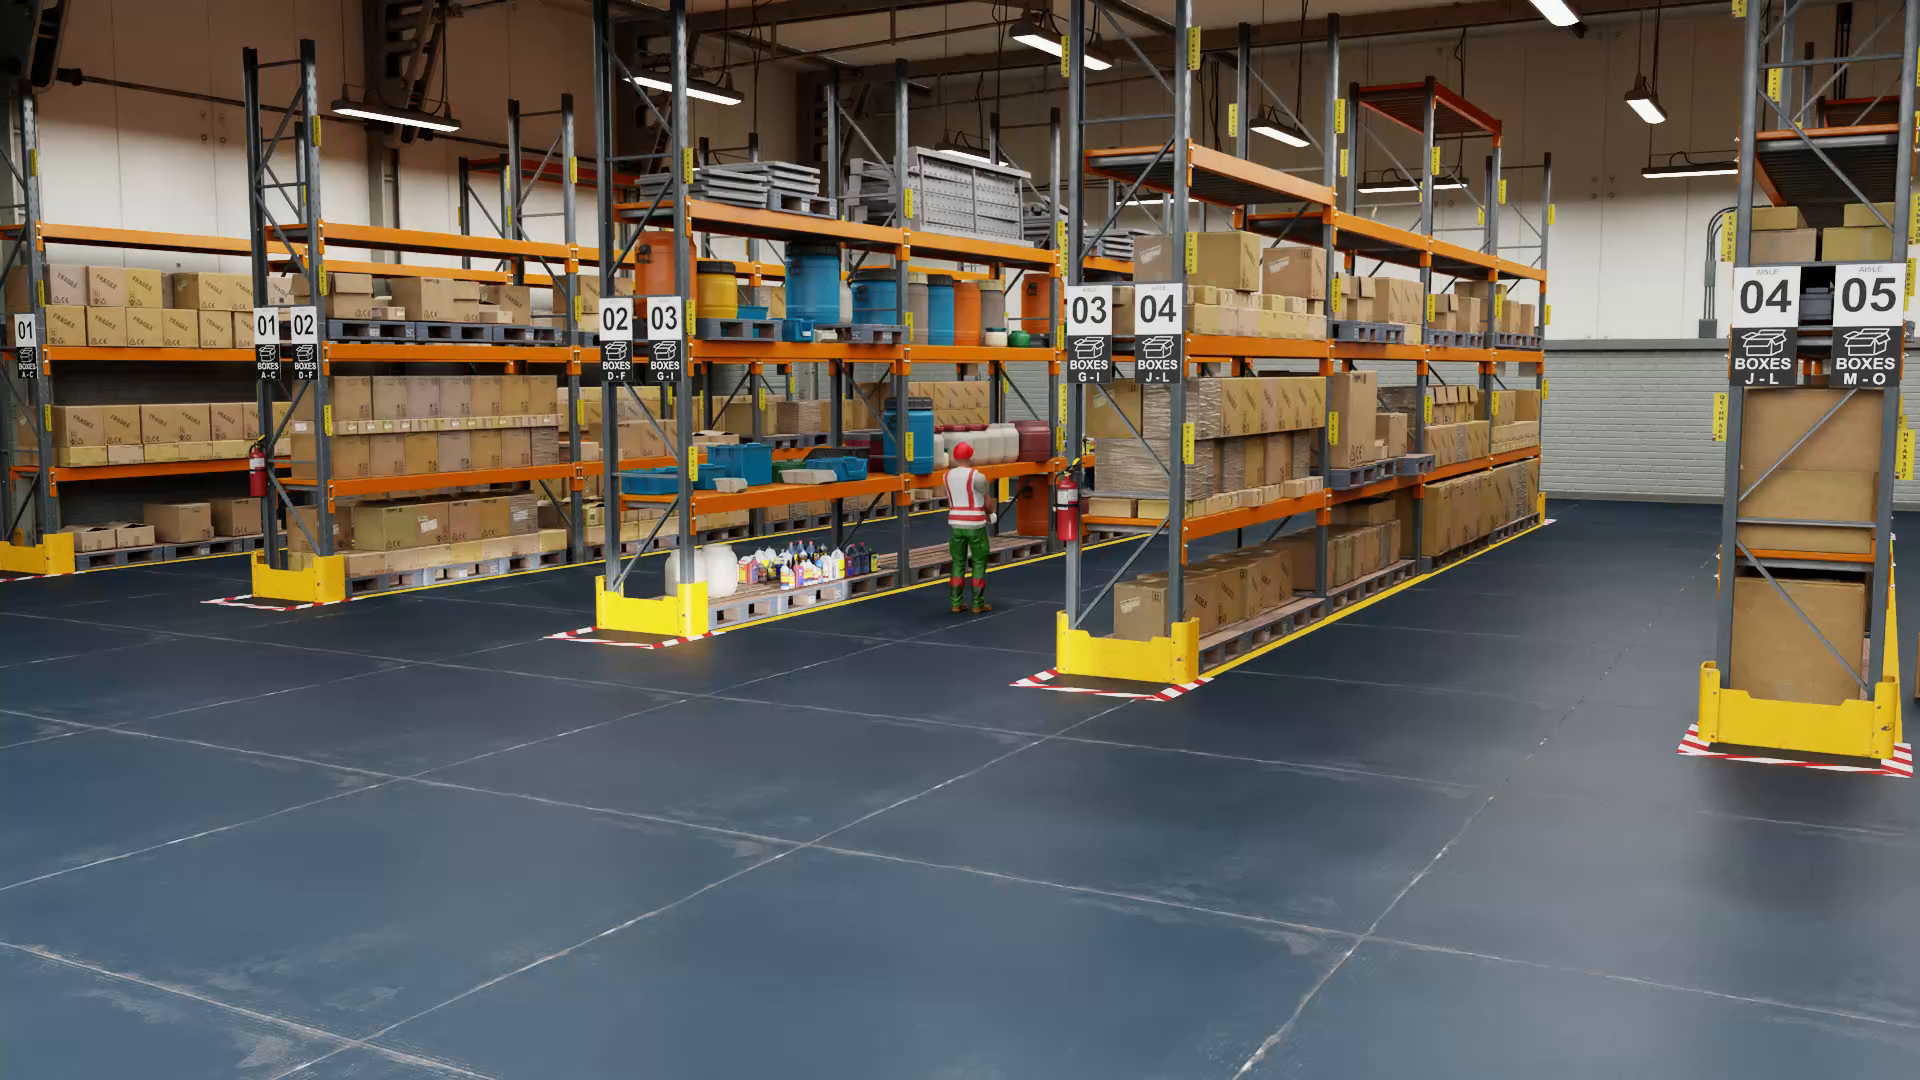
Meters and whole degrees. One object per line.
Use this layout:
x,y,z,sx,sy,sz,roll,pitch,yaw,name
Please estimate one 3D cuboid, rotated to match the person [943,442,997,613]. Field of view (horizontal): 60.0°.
0.119,-0.143,17.389,0.493,1.782,0.572,3,7,29,person
